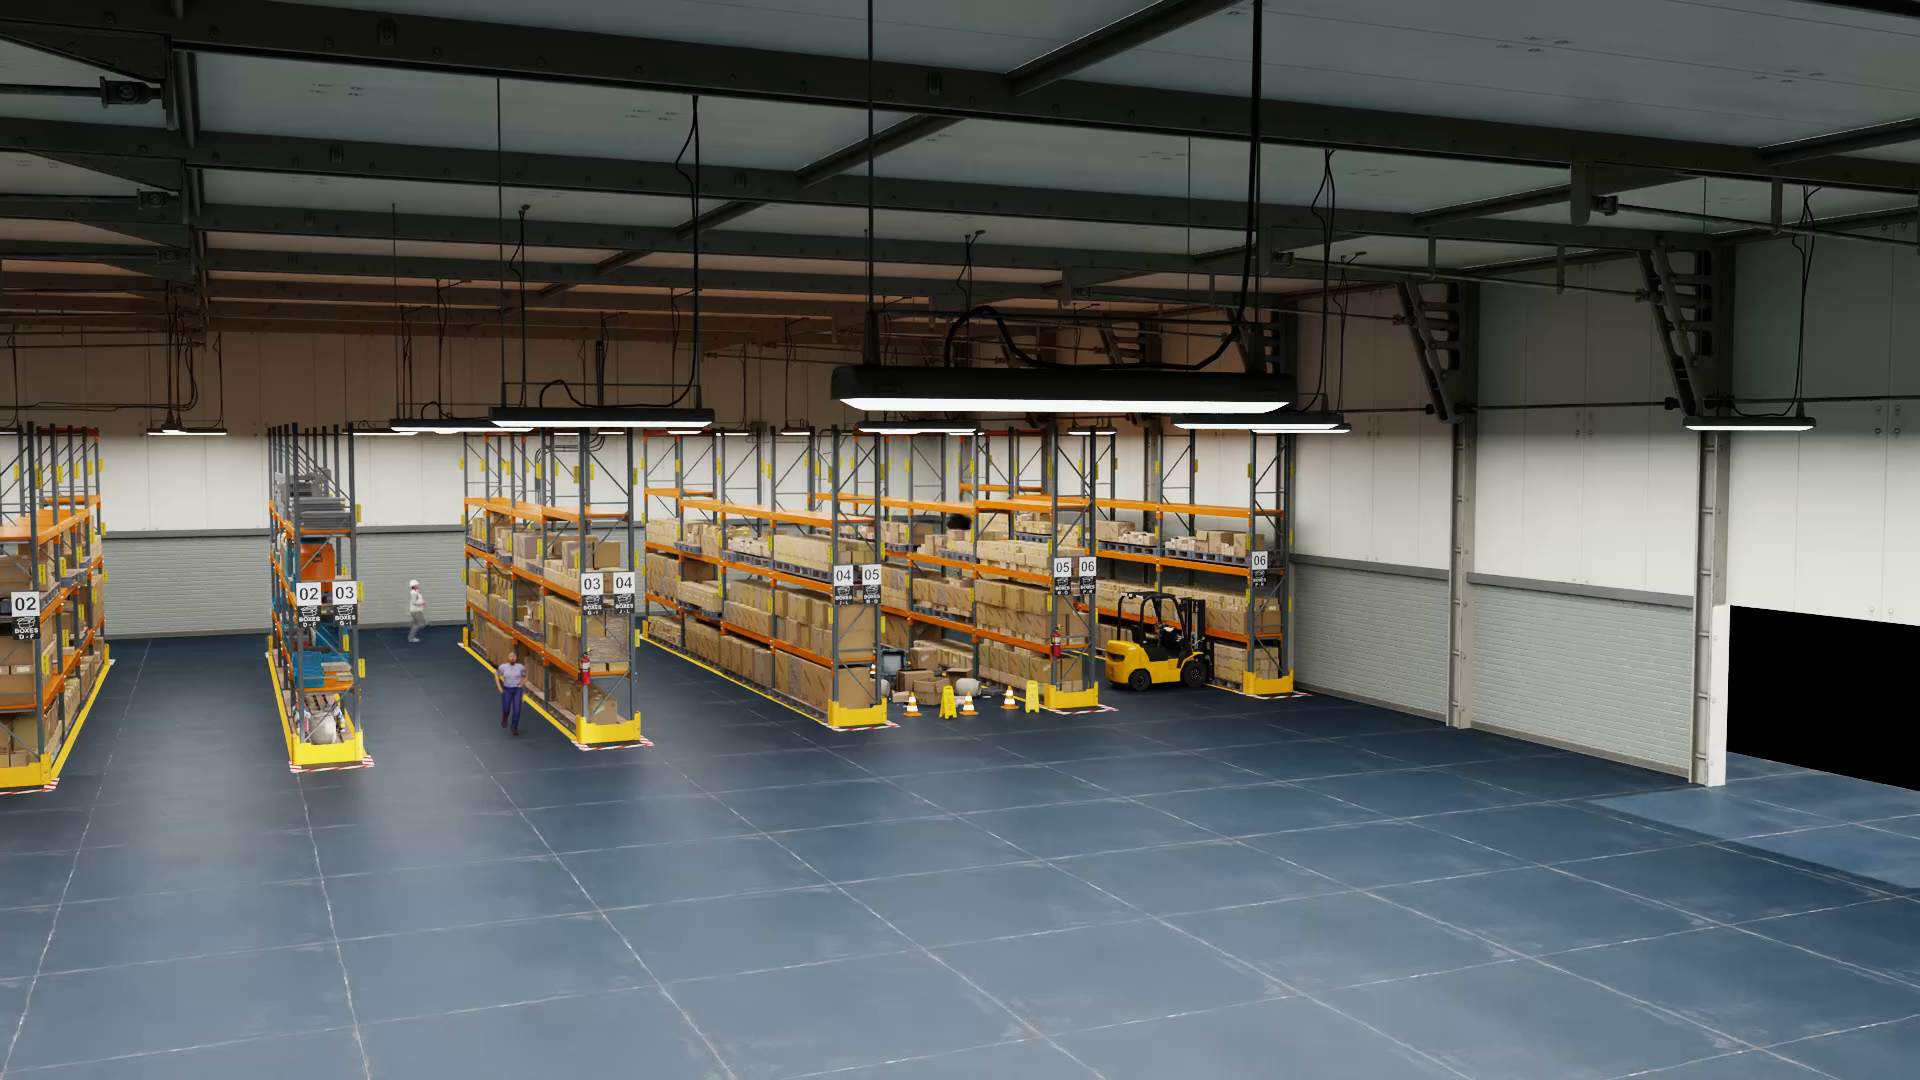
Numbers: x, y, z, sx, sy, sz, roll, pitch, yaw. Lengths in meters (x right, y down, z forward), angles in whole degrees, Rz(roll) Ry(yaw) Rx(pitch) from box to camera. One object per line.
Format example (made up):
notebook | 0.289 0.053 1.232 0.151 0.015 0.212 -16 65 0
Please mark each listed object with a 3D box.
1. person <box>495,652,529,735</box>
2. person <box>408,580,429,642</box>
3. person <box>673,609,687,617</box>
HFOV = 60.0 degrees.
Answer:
person | -8.659 2.998 32.173 0.634 1.539 0.559 -1 4 -18
person | -15.217 1.991 46.749 0.610 1.743 0.646 -1 4 -12
person | -8.273 1.880 49.274 0.735 1.718 0.588 -2 4 -33
